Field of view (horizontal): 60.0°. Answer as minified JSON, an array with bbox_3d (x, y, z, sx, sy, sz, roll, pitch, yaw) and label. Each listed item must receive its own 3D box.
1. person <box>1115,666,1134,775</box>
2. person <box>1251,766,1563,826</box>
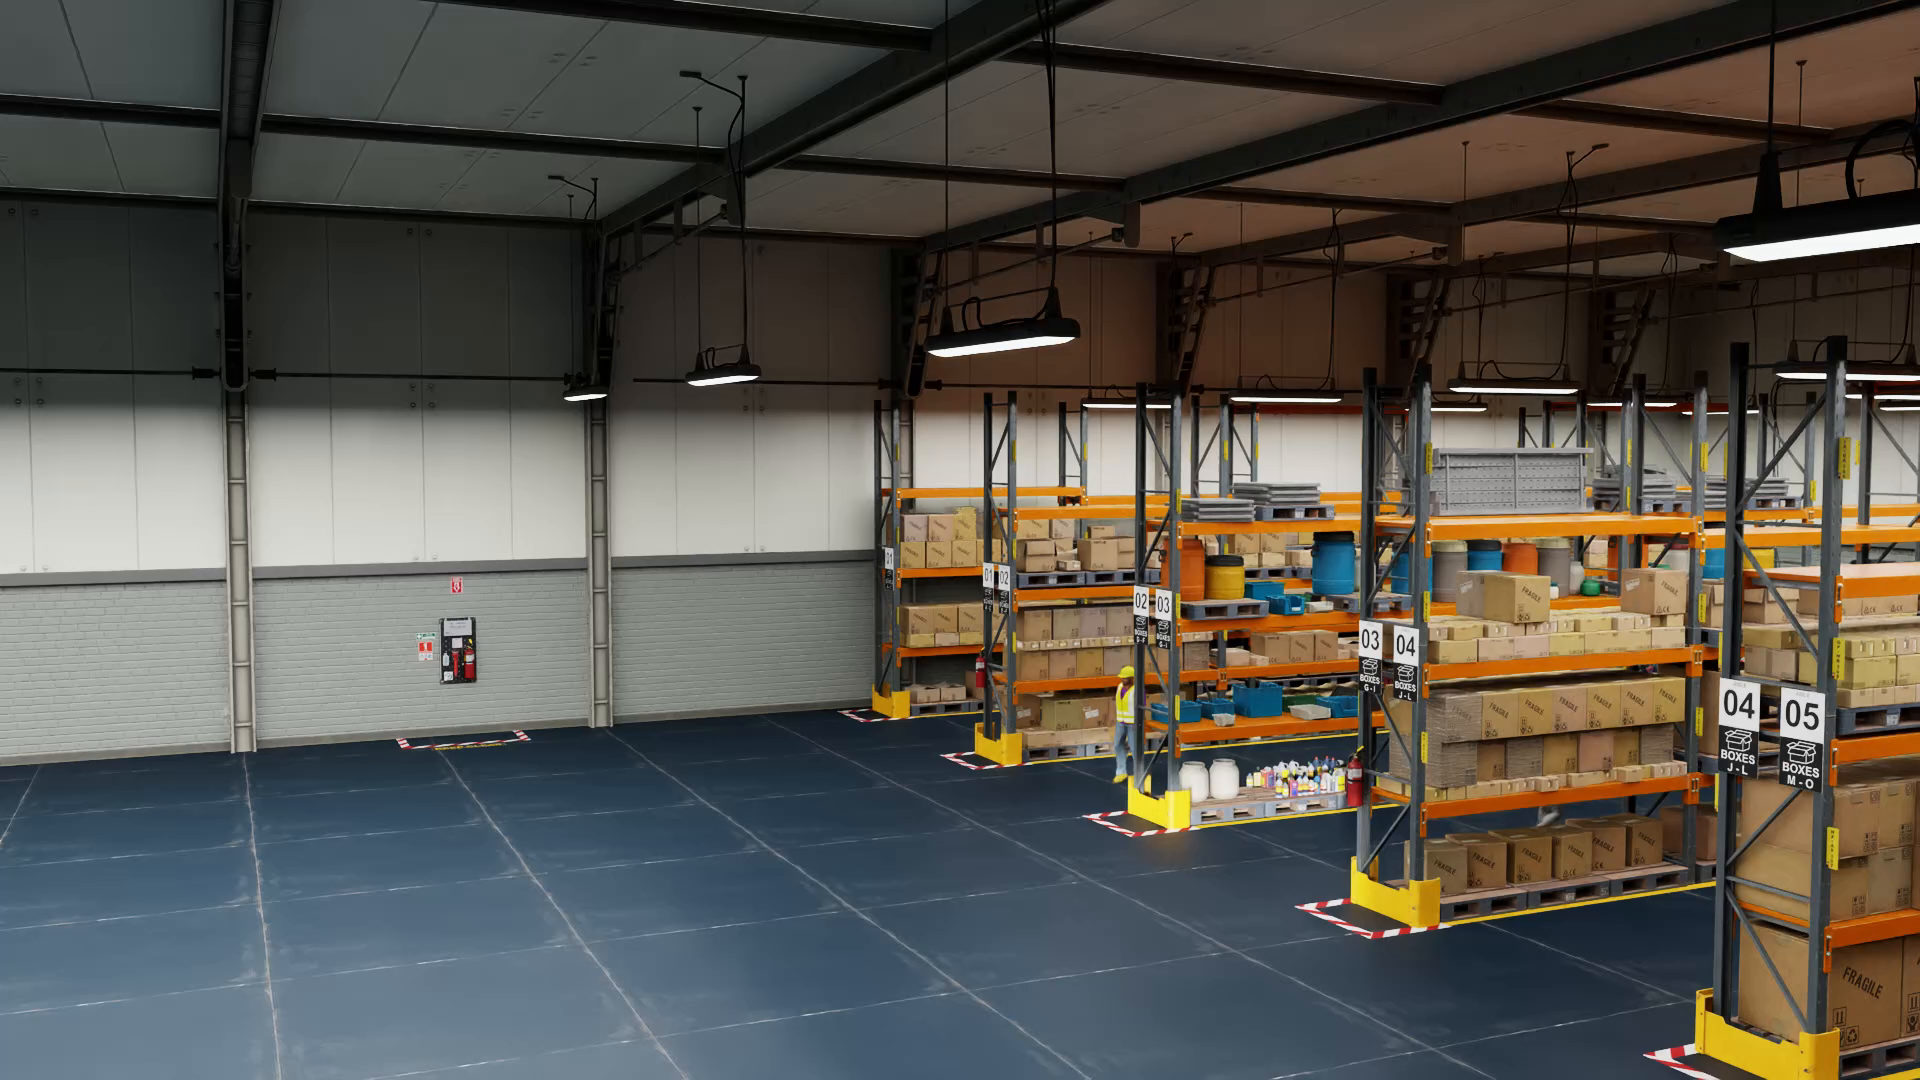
[{"bbox_3d":[2.591,2.755,25.362,0.483,1.697,0.629,-3,5,-43],"label":"person"},{"bbox_3d":[5.967,3.063,22.499,2.004,1.596,4.154,-2,4,-24],"label":"person"}]
